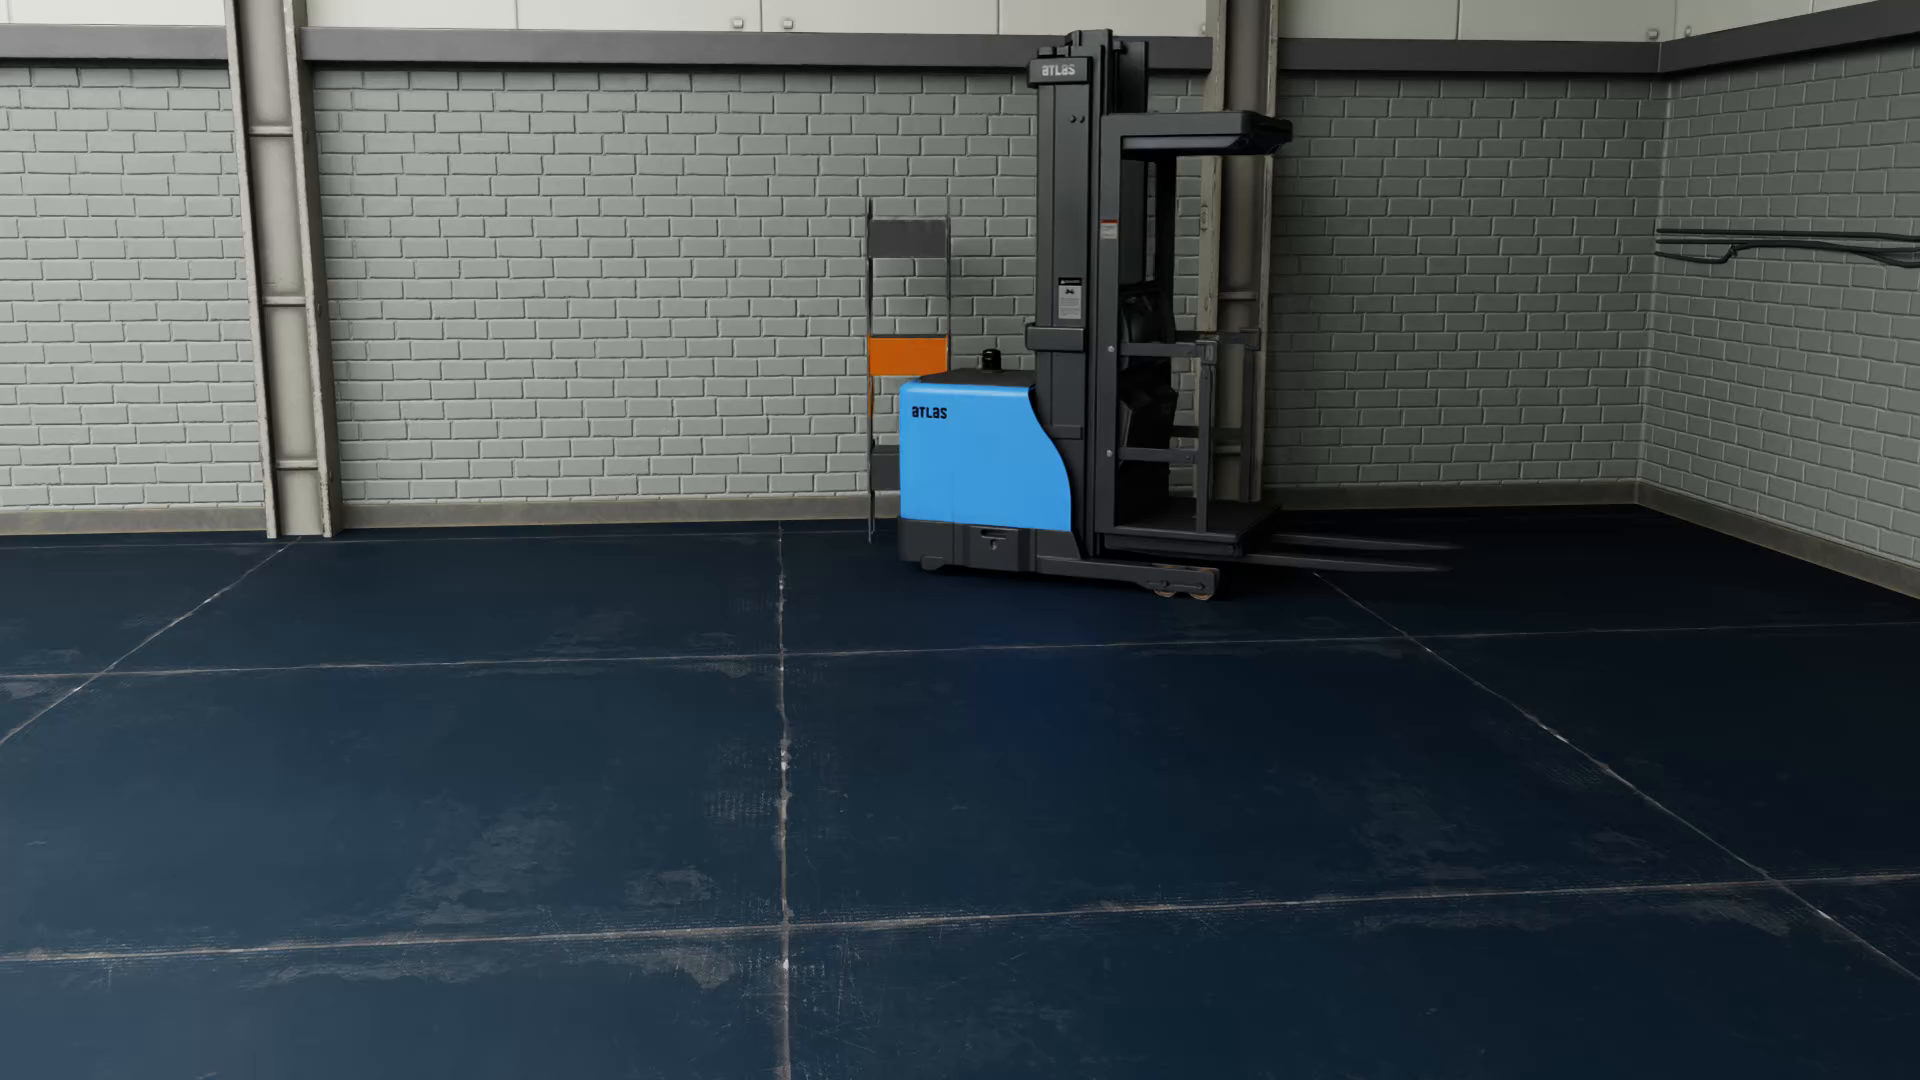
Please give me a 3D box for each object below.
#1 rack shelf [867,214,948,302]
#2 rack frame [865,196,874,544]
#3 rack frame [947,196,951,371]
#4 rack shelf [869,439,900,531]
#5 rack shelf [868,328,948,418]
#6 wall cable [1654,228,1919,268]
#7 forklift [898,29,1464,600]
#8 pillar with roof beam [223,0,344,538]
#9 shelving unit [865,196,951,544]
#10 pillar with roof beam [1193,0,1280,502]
[{"bbox_3d":[-0.312,-1.720,10.115,0.480,0.518,0.431,0,11,0],"label":"rack shelf"},{"bbox_3d":[-0.556,-1.047,10.248,0.015,2.100,0.400,0,11,0],"label":"rack frame"},{"bbox_3d":[-0.068,-1.046,10.246,0.015,2.100,0.400,0,11,0],"label":"rack frame"},{"bbox_3d":[-0.312,-0.346,10.385,0.480,0.518,0.431,0,11,0],"label":"rack shelf"},{"bbox_3d":[-0.312,-1.033,10.250,0.480,0.518,0.431,0,11,0],"label":"rack shelf"},{"bbox_3d":[4.872,-2.870,9.688,0.112,2.526,3.097,-1,11,-6],"label":"wall cable"},{"bbox_3d":[1.213,-1.237,9.063,3.031,2.935,1.130,5,12,22],"label":"forklift"},{"bbox_3d":[-3.700,-3.635,5.531,0.400,9.000,9.100,-1,11,-6],"label":"pillar with roof beam"},{"bbox_3d":[-0.312,-1.046,10.247,0.503,2.100,0.431,0,11,0],"label":"shelving unit"},{"bbox_3d":[2.265,-3.760,6.167,0.400,9.000,9.100,-1,11,-6],"label":"pillar with roof beam"}]
